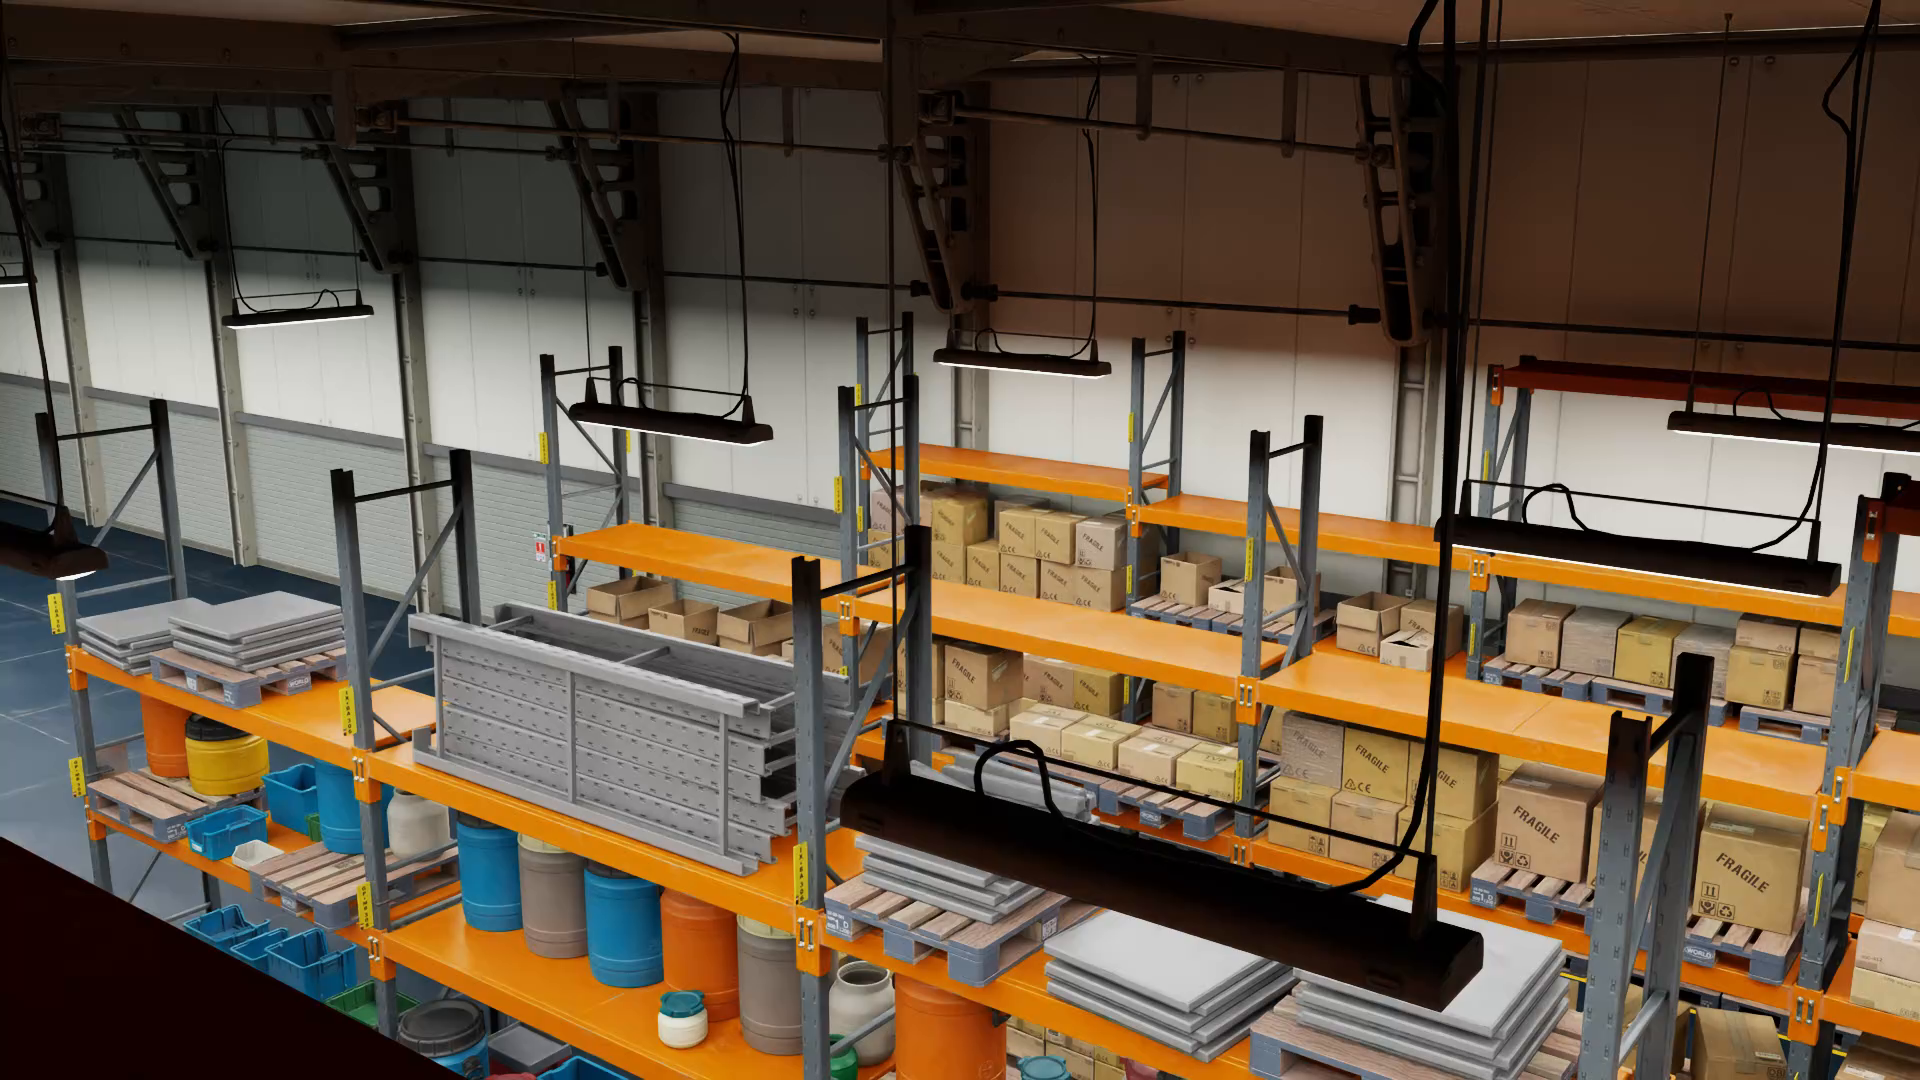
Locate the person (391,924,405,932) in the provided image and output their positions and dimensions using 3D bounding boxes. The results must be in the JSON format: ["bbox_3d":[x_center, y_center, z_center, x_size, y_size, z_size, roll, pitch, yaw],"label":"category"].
[{"bbox_3d":[-6.175,3.286,17.256,0.913,1.695,0.561,3,13,12],"label":"person"}]
